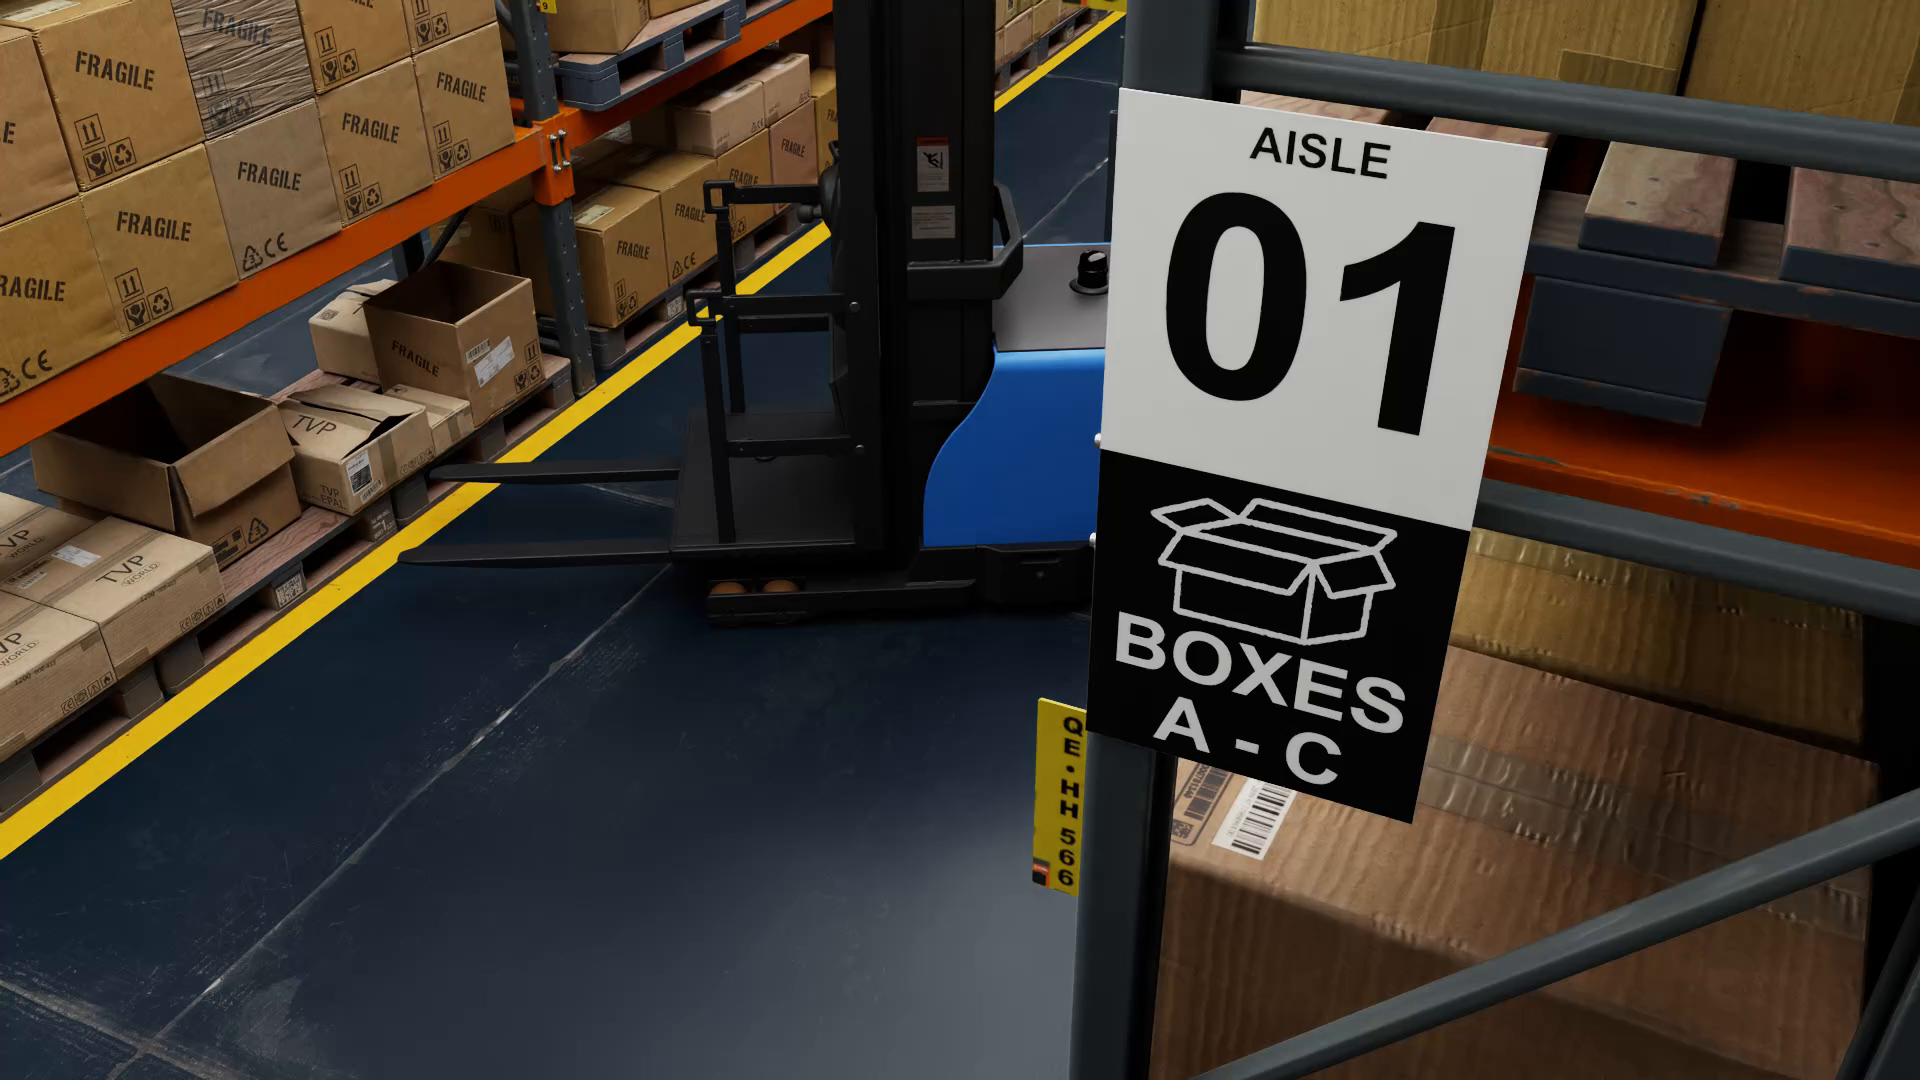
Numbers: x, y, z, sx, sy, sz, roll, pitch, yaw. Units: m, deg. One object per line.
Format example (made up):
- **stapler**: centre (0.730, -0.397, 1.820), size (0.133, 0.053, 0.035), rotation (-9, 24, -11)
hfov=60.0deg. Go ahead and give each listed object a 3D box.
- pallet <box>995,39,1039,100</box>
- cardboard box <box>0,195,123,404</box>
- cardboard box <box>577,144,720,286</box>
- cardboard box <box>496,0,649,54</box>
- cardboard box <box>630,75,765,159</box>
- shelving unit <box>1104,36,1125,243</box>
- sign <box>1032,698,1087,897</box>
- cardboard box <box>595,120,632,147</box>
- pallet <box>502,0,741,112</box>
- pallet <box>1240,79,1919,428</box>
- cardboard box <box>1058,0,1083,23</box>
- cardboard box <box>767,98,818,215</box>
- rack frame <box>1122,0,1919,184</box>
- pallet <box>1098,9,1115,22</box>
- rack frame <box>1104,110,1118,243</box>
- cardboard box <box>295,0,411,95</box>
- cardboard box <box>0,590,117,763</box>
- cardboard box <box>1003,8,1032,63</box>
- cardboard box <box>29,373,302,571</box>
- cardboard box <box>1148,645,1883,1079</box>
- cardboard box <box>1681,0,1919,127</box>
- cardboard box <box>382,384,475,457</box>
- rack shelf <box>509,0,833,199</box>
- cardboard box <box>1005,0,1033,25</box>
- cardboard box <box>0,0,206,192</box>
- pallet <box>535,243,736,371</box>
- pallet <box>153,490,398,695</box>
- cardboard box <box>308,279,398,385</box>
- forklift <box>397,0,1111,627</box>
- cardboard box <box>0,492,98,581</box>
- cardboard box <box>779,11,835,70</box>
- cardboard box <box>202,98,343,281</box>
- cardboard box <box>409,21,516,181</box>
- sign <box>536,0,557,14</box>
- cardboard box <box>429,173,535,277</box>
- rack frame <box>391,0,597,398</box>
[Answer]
- **pallet**: centre (-0.140, -3.289, 11.573), size (1.003, 0.211, 1.213), rotation (14, 36, 20)
- **cardboard box**: centre (-3.019, -0.779, 5.112), size (0.500, 0.500, 0.500), rotation (14, 36, 20)
- **cardboard box**: centre (-1.557, -1.653, 8.414), size (0.500, 0.500, 0.500), rotation (15, 36, 21)
- **cardboard box**: centre (-1.792, -2.464, 7.297), size (0.700, 0.500, 0.500), rotation (3, 33, 4)
- **cardboard box**: centre (-1.352, -2.197, 8.559), size (0.500, 0.250, 0.500), rotation (14, 36, 21)
- **shelving unit**: centre (0.906, -1.331, 7.413), size (0.587, 1.500, 1.083), rotation (4, 33, 6)
- **sign**: centre (0.147, 0.351, 2.208), size (0.100, 0.325, 0.005), rotation (14, 36, 20)
- **cardboard box**: centre (-1.823, -2.006, 8.952), size (0.500, 0.500, 0.500), rotation (15, 36, 21)
- **pallet**: centre (-1.760, -2.354, 7.780), size (1.003, 0.211, 1.213), rotation (14, 36, 20)
- **pallet**: centre (0.934, -0.524, 2.159), size (1.003, 0.211, 1.213), rotation (14, 36, 20)
- **cardboard box**: centre (0.602, -4.039, 12.299), size (0.500, 0.250, 0.500), rotation (15, 36, 21)
- **cardboard box**: centre (-1.129, -2.152, 9.175), size (0.500, 0.500, 0.500), rotation (13, 35, 19)
- **rack frame**: centre (0.634, -1.444, 0.745), size (1.000, 3.000, 0.127), rotation (14, 36, 20)
- **pallet**: centre (0.880, -4.504, 13.426), size (1.003, 0.211, 1.213), rotation (14, 36, 20)
- **rack frame**: centre (0.846, -1.060, 6.998), size (0.500, 1.500, 0.032), rotation (4, 33, 6)
- **cardboard box**: centre (-2.382, -1.954, 5.992), size (0.500, 0.500, 0.500), rotation (13, 36, 20)
- **cardboard box**: centre (-3.173, 0.442, 5.447), size (0.500, 0.250, 0.500), rotation (14, 36, 20)
- **cardboard box**: centre (0.175, -3.523, 11.513), size (0.500, 0.250, 0.500), rotation (13, 35, 19)
- **cardboard box**: centre (-2.975, -0.265, 6.294), size (0.797, 0.503, 0.637), rotation (14, 36, 20)
- **cardboard box**: centre (0.838, 0.683, 2.699), size (0.980, 0.700, 0.700), rotation (16, 36, 23)
- **cardboard box**: centre (1.162, -0.651, 1.935), size (0.500, 0.250, 0.500), rotation (16, 37, 23)
- **cardboard box**: centre (-2.277, -0.504, 6.982), size (0.380, 0.149, 0.250), rotation (14, 36, 20)
- **rack shelf**: centre (-1.357, -2.757, 8.875), size (1.077, 0.370, 4.000), rotation (14, 36, 20)
- **cardboard box**: centre (0.178, -3.771, 11.379), size (0.500, 0.311, 0.500), rotation (13, 36, 19)
- **cardboard box**: centre (-2.805, -1.453, 5.228), size (0.500, 0.500, 0.500), rotation (14, 36, 20)
- **pallet**: centre (-1.888, -1.309, 8.554), size (1.003, 0.211, 1.213), rotation (14, 36, 20)
- **pallet**: centre (-2.991, 0.056, 6.472), size (1.003, 0.211, 1.213), rotation (14, 36, 20)
- **cardboard box**: centre (-2.566, -0.962, 7.532), size (0.500, 0.311, 0.500), rotation (14, 36, 20)
- **forklift**: centre (-0.622, -1.202, 5.909), size (3.031, 2.935, 1.130), rotation (-2, 33, -3)
- **cardboard box**: centre (-3.439, 0.103, 5.964), size (0.500, 0.250, 0.500), rotation (14, 36, 20)
- **cardboard box**: centre (-0.718, -2.957, 9.719), size (0.500, 0.250, 0.500), rotation (16, 36, 22)
- **cardboard box**: centre (-2.597, -1.282, 5.879), size (0.500, 0.500, 0.500), rotation (15, 36, 22)
- **cardboard box**: centre (-2.170, -1.796, 6.662), size (0.500, 0.500, 0.500), rotation (15, 36, 21)
- **sign**: centre (-1.698, -2.303, 6.737), size (0.100, 0.325, 0.005), rotation (14, 36, 20)
- **cardboard box**: centre (-2.248, -1.512, 8.198), size (0.500, 0.500, 0.500), rotation (14, 36, 20)
- **rack frame**: centre (-2.194, -2.062, 7.158), size (1.000, 3.000, 0.127), rotation (14, 36, 20)
